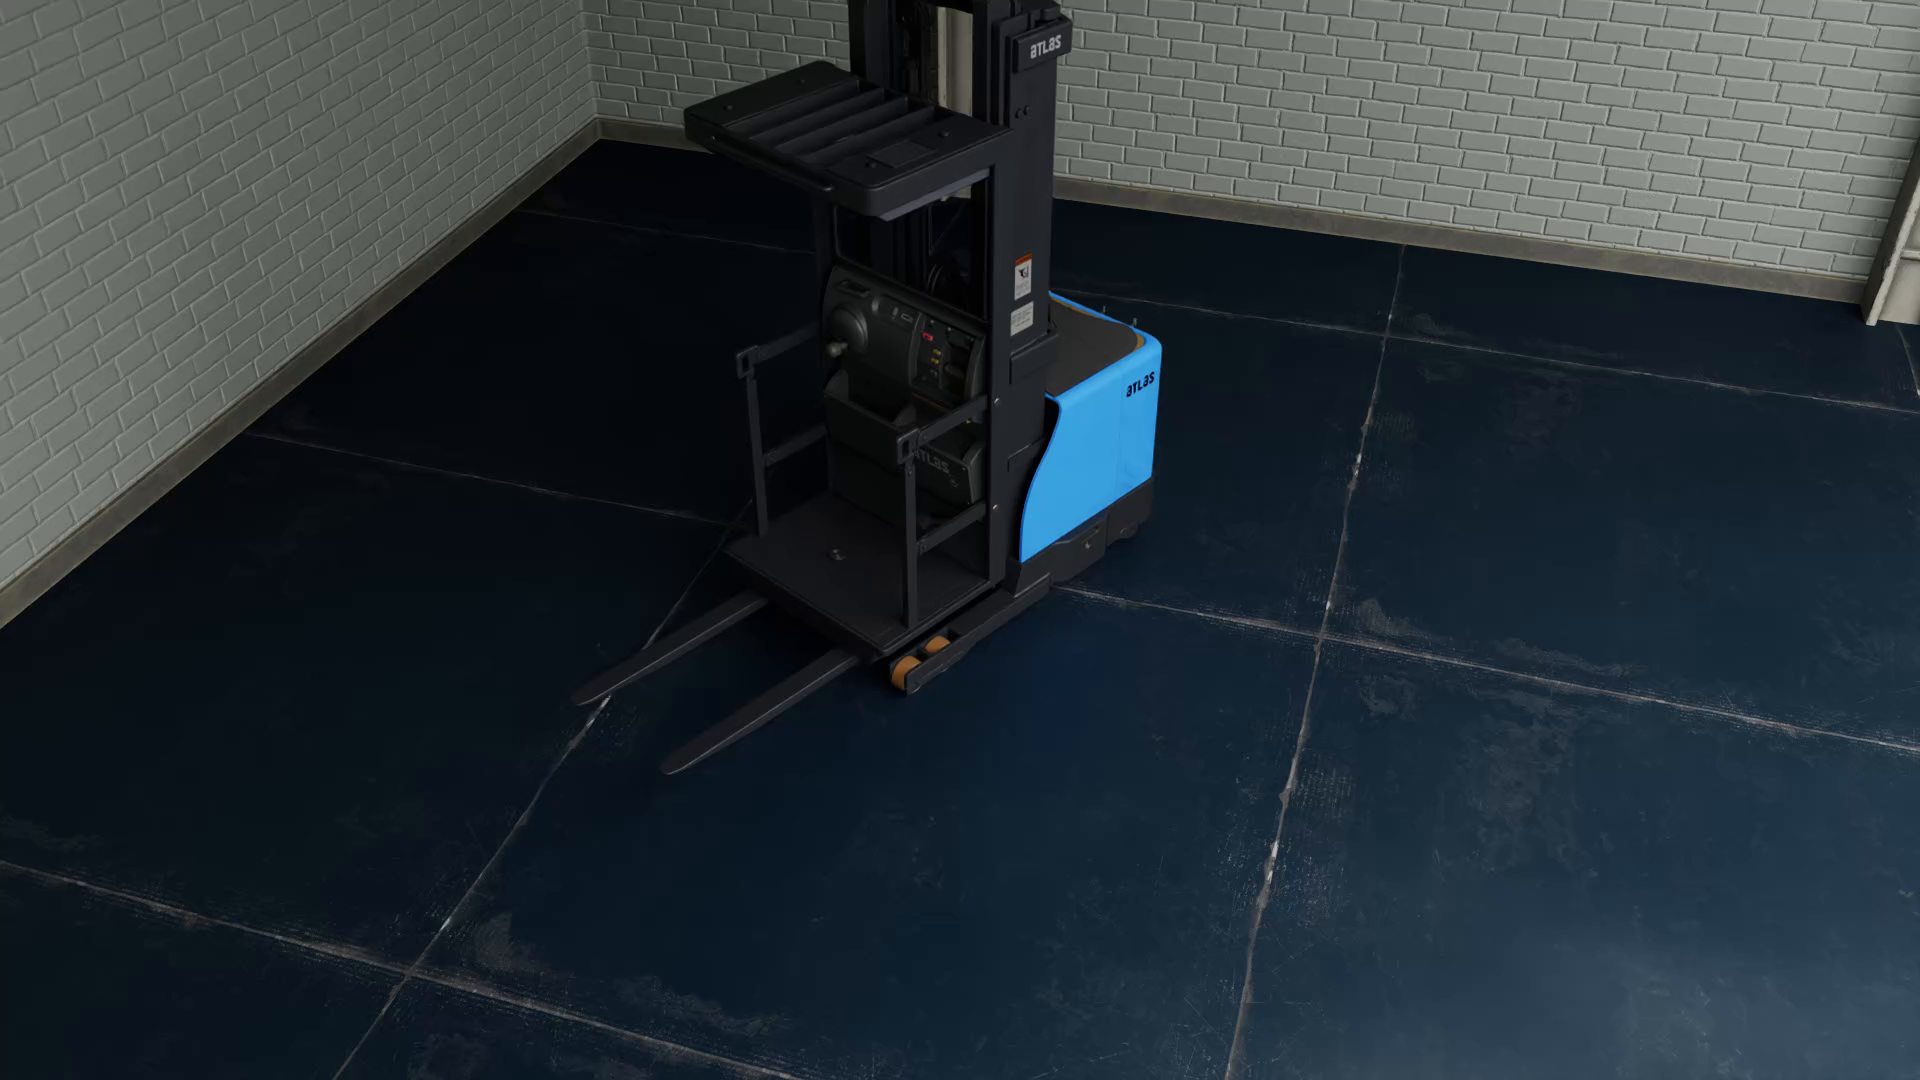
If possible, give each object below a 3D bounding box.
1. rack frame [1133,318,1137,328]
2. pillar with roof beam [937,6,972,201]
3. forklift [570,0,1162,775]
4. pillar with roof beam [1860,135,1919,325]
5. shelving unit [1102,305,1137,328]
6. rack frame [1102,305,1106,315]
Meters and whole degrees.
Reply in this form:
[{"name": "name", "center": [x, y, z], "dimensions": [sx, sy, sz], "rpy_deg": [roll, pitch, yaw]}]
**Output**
[{"name": "rack frame", "center": [0.804, -0.712, 8.637], "dimensions": [0.006, 0.900, 0.240], "rpy_deg": [30, 44, 34]}, {"name": "pillar with roof beam", "center": [-1.201, -3.629, 5.775], "dimensions": [0.400, 9.000, 9.100], "rpy_deg": [10, 38, 14]}, {"name": "forklift", "center": [-0.396, -0.834, 7.095], "dimensions": [1.130, 2.935, 3.031], "rpy_deg": [29, 45, 34]}, {"name": "pillar with roof beam", "center": [4.526, -2.569, 4.334], "dimensions": [0.400, 9.000, 9.100], "rpy_deg": [10, 38, 14]}, {"name": "shelving unit", "center": [0.731, -0.754, 8.694], "dimensions": [0.210, 0.900, 0.258], "rpy_deg": [30, 44, 34]}, {"name": "rack frame", "center": [0.657, -0.795, 8.750], "dimensions": [0.006, 0.900, 0.240], "rpy_deg": [30, 44, 34]}]
